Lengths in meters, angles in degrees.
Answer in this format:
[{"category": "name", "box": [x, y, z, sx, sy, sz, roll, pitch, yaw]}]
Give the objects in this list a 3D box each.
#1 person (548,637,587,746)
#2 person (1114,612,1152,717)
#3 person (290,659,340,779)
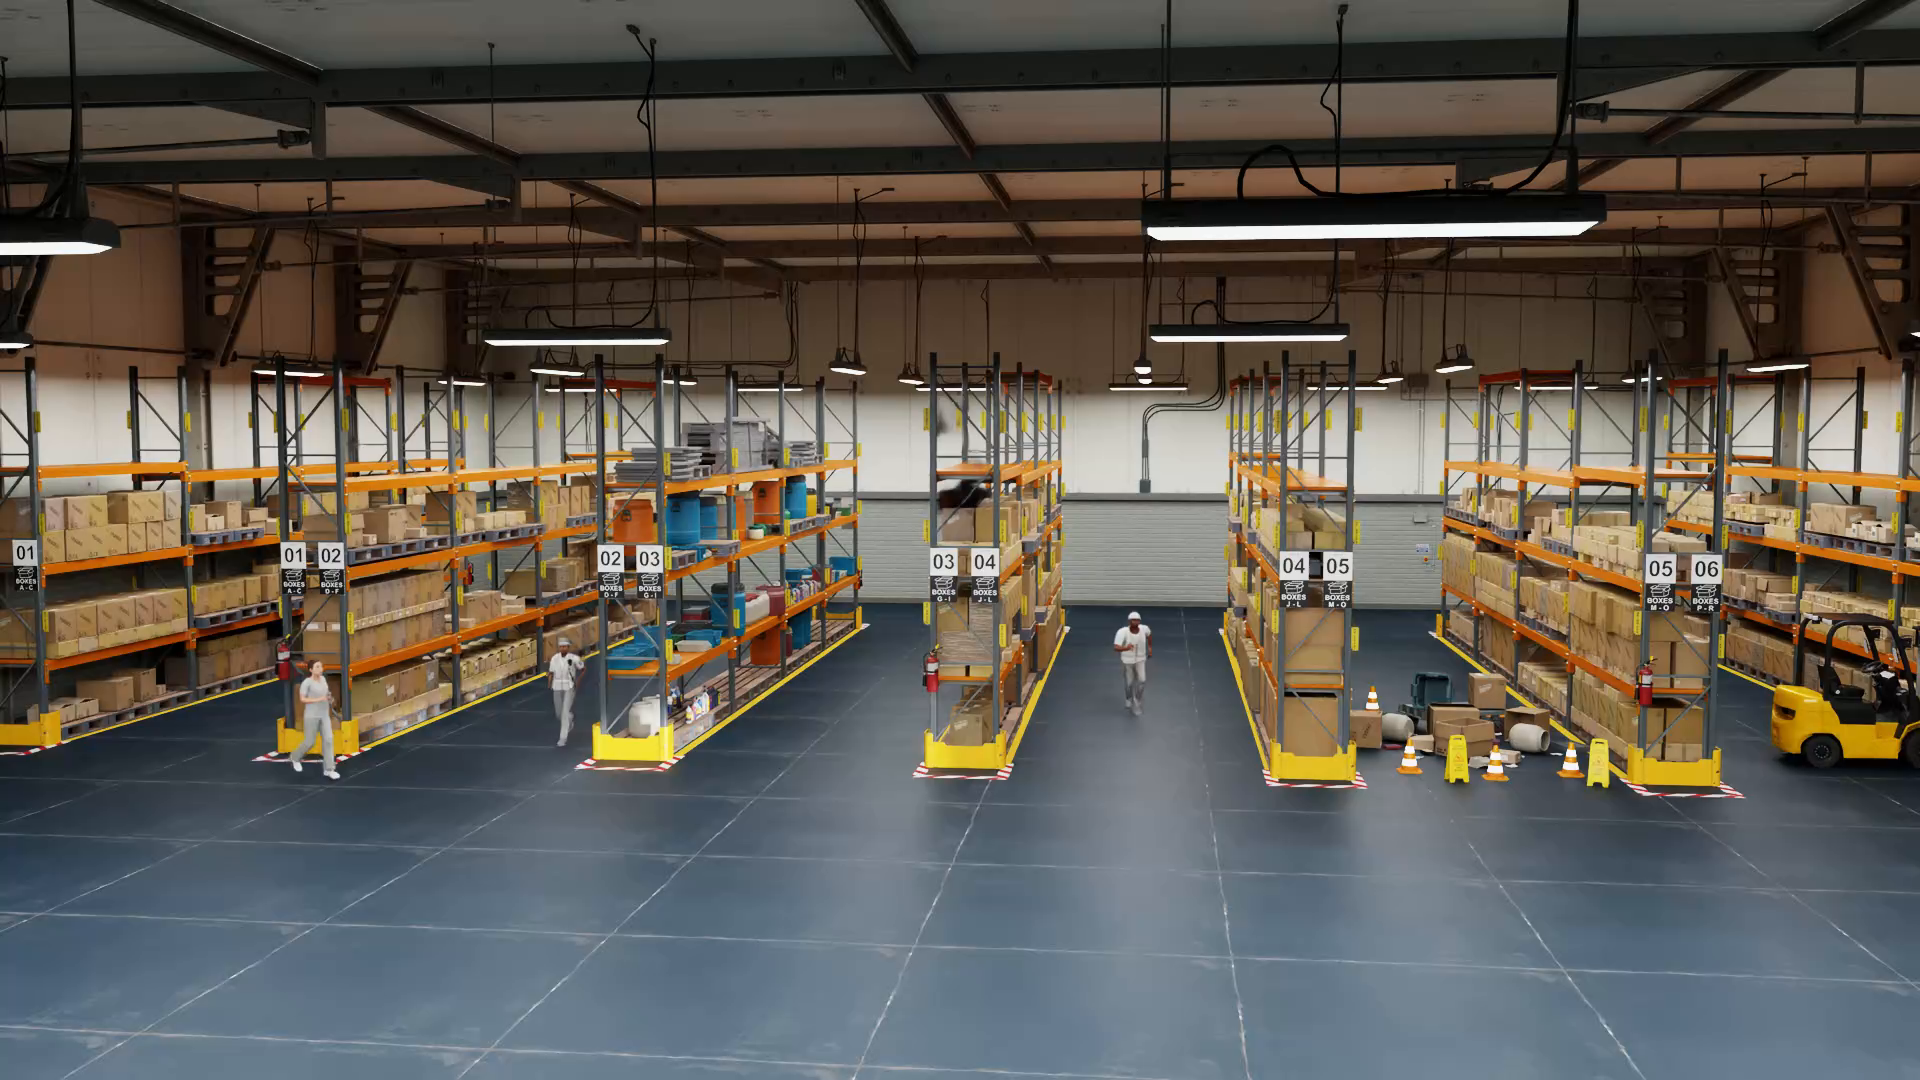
[{"category": "person", "box": [-6.161, 2.349, 26.058, 0.587, 1.698, 0.755, 0, 4, 6]}, {"category": "person", "box": [2.981, 2.111, 28.567, 0.728, 1.793, 0.839, -1, 4, -8]}, {"category": "person", "box": [-9.076, 2.492, 23.384, 0.922, 1.665, 0.576, 2, 5, 29]}]
